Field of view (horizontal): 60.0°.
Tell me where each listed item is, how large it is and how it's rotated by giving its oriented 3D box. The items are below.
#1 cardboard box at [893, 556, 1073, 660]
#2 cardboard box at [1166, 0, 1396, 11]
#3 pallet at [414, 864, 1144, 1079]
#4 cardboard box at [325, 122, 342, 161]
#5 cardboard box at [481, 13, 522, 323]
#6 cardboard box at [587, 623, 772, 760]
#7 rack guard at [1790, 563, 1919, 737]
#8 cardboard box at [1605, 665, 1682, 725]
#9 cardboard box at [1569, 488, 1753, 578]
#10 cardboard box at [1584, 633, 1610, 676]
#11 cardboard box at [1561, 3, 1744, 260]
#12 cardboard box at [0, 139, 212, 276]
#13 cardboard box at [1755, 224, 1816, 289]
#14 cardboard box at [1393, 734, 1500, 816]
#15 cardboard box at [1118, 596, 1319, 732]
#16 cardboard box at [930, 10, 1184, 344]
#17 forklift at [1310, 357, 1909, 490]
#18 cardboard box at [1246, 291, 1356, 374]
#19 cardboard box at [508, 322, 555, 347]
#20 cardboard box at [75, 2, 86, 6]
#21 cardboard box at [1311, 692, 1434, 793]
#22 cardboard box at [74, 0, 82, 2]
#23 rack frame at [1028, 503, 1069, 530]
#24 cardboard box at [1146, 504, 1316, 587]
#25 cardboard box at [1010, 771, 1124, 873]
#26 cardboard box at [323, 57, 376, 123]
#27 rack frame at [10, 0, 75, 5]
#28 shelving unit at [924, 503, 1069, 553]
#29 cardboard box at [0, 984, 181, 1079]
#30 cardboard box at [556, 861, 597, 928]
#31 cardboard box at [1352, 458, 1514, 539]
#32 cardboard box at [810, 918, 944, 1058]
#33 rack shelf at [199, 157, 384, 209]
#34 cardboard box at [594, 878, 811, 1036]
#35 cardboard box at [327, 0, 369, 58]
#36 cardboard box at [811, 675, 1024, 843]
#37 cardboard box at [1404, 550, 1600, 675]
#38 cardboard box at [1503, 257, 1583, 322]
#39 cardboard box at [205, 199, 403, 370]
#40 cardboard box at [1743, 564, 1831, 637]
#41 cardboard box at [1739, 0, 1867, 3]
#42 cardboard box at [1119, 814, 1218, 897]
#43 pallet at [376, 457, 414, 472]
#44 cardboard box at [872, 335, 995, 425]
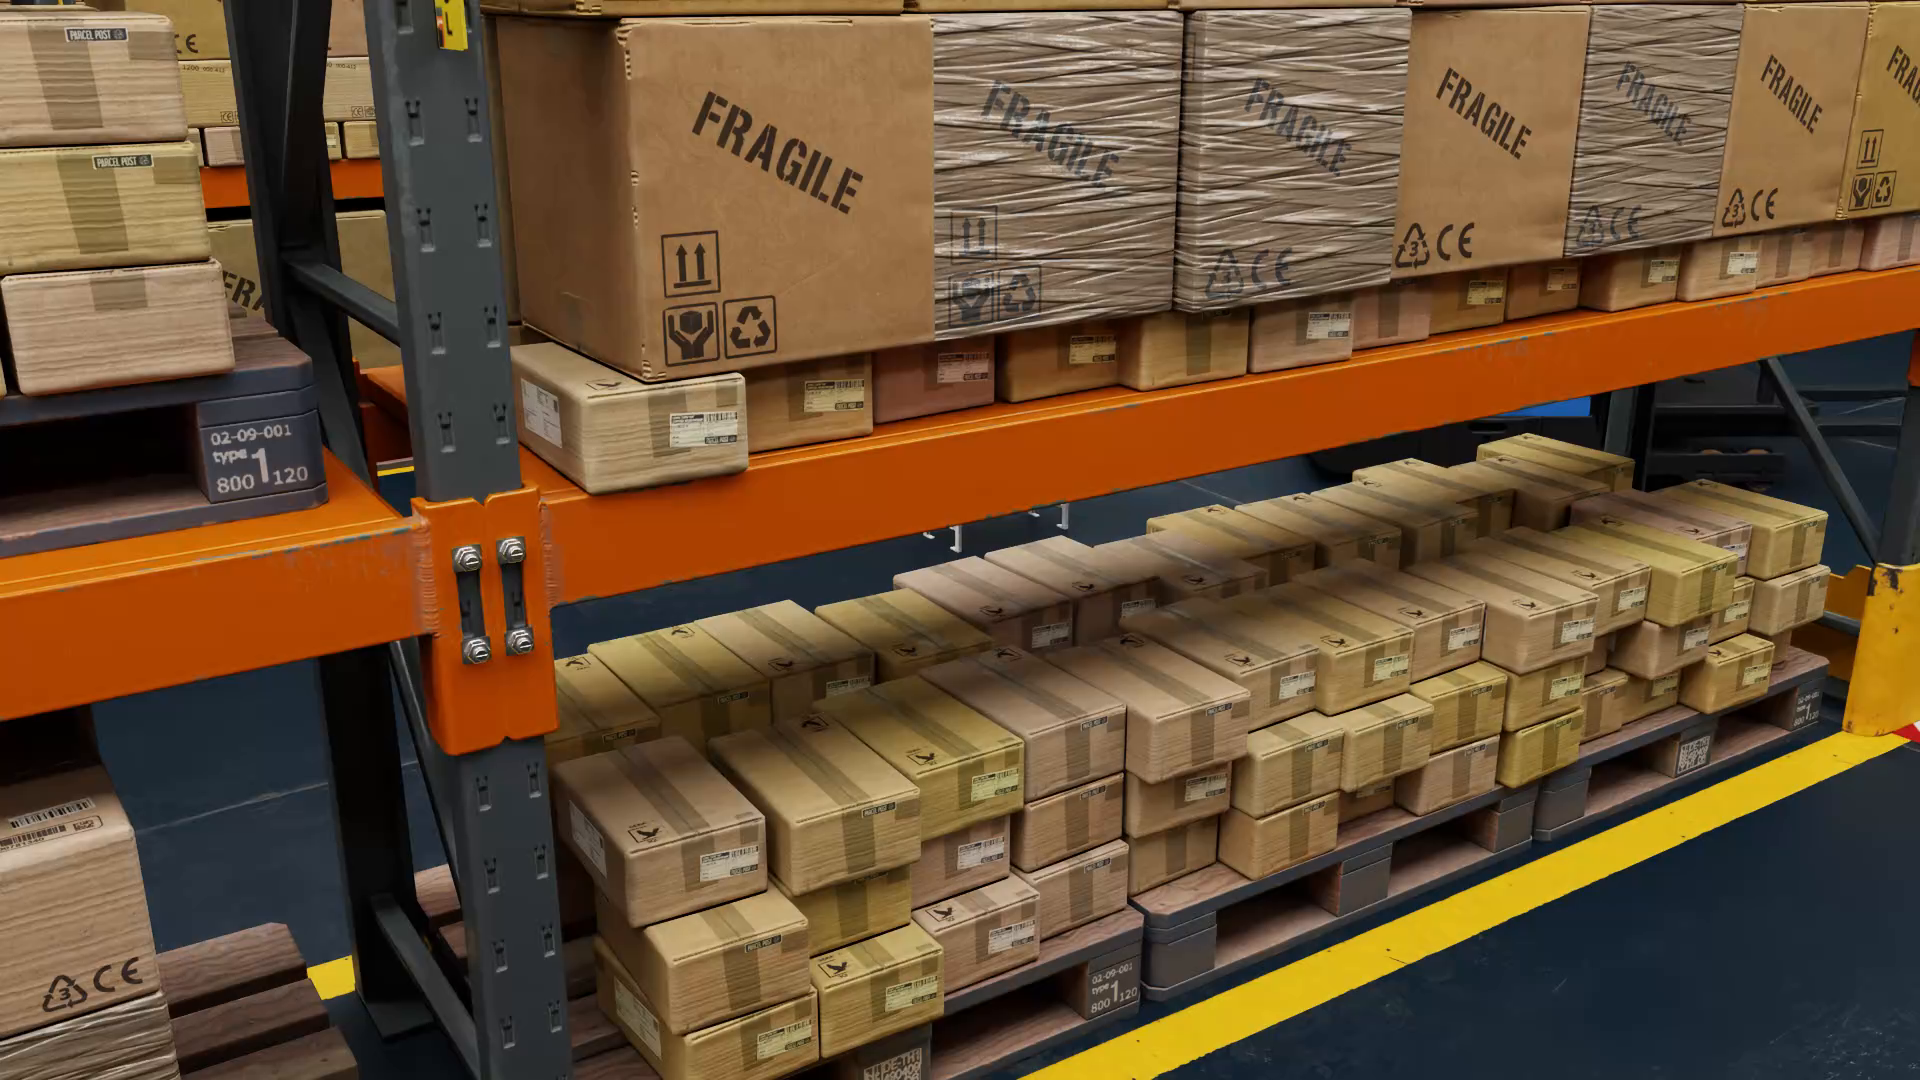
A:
[{"bbox_3d":[0.050,0.179,3.899,0.250,0.149,0.380,-13,23,-34],"label":"cardboard box"},{"bbox_3d":[0.439,-1.212,2.965,0.500,0.500,0.500,-11,22,-31],"label":"cardboard box"},{"bbox_3d":[-0.393,0.833,3.451,1.213,0.211,1.003,-12,22,-31],"label":"pallet"},{"bbox_3d":[-2.709,-1.642,6.809,0.250,0.149,0.380,-11,22,-30],"label":"cardboard box"},{"bbox_3d":[-0.686,-0.709,3.038,0.500,0.500,0.500,-12,22,-31],"label":"cardboard box"},{"bbox_3d":[-0.589,0.322,3.476,0.250,0.149,0.380,-12,22,-31],"label":"cardboard box"},{"bbox_3d":[2.343,0.133,5.071,0.348,0.500,1.175,-12,22,-31],"label":"rack guard"},{"bbox_3d":[1.654,0.331,4.377,0.250,0.149,0.380,-12,22,-32],"label":"cardboard box"},{"bbox_3d":[1.862,-0.005,4.442,0.250,0.149,0.380,-11,22,-30],"label":"cardboard box"},{"bbox_3d":[1.408,0.227,4.220,0.250,0.149,0.380,-12,22,-32],"label":"cardboard box"},{"bbox_3d":[1.321,-0.924,3.673,0.500,0.500,0.500,-12,22,-31],"label":"cardboard box"},{"bbox_3d":[-1.158,-0.458,2.188,0.250,0.149,0.380,-11,22,-30],"label":"cardboard box"},{"bbox_3d":[1.860,-0.731,4.115,0.250,0.149,0.380,-12,22,-32],"label":"cardboard box"},{"bbox_3d":[1.037,0.483,3.929,0.250,0.149,0.380,-11,22,-30],"label":"cardboard box"},{"bbox_3d":[0.559,0.269,3.632,0.250,0.149,0.380,-13,23,-34],"label":"cardboard box"},{"bbox_3d":[0.027,-0.657,2.885,0.500,0.500,0.500,-12,22,-31],"label":"cardboard box"},{"bbox_3d":[3.008,-1.764,6.887,3.031,2.935,1.130,0,19,-1],"label":"forklift"},{"bbox_3d":[0.555,-0.448,3.280,0.250,0.149,0.380,-11,21,-29],"label":"cardboard box"},{"bbox_3d":[-0.825,-0.354,3.000,0.250,0.149,0.380,-12,22,-32],"label":"cardboard box"},{"bbox_3d":[-8.022,-4.510,14.746,0.500,0.500,0.500,-11,22,-30],"label":"cardboard box"},{"bbox_3d":[0.825,0.398,3.715,0.250,0.149,0.380,-12,22,-31],"label":"cardboard box"},{"bbox_3d":[-8.044,-4.975,14.559,0.500,0.500,0.500,-13,22,-33],"label":"cardboard box"},{"bbox_3d":[0.342,-0.641,6.266,0.015,1.200,0.240,-12,22,-31],"label":"rack frame"},{"bbox_3d":[0.693,0.044,4.299,0.250,0.149,0.380,-12,22,-31],"label":"cardboard box"},{"bbox_3d":[0.117,0.504,3.400,0.250,0.149,0.380,-13,23,-34],"label":"cardboard box"},{"bbox_3d":[-2.623,-1.873,6.872,0.500,0.250,0.500,-12,22,-32],"label":"cardboard box"},{"bbox_3d":[-3.578,-1.705,6.603,0.127,3.000,1.000,-12,22,-31],"label":"rack frame"},{"bbox_3d":[0.138,-0.598,6.139,0.503,1.200,0.258,-12,22,-31],"label":"shelving unit"},{"bbox_3d":[-1.414,0.823,2.374,0.500,0.500,0.500,-12,22,-32],"label":"cardboard box"},{"bbox_3d":[-0.794,0.631,3.489,0.250,0.149,0.380,-12,22,-31],"label":"cardboard box"},{"bbox_3d":[1.337,-0.103,4.731,0.250,0.149,0.380,-12,22,-32],"label":"cardboard box"},{"bbox_3d":[-0.231,0.767,3.090,0.250,0.149,0.380,-11,22,-30],"label":"cardboard box"},{"bbox_3d":[-1.908,-1.716,7.760,4.000,0.370,1.077,-12,22,-31],"label":"rack shelf"},{"bbox_3d":[-0.456,0.672,2.904,0.250,0.149,0.380,-11,21,-29],"label":"cardboard box"},{"bbox_3d":[-2.622,-2.230,6.757,0.500,0.500,0.500,-12,22,-31],"label":"cardboard box"},{"bbox_3d":[-0.086,0.414,3.203,0.250,0.149,0.380,-12,22,-32],"label":"cardboard box"},{"bbox_3d":[1.271,0.166,3.938,0.250,0.149,0.380,-11,22,-29],"label":"cardboard box"},{"bbox_3d":[1.165,-0.609,3.756,0.250,0.149,0.380,-13,23,-34],"label":"cardboard box"},{"bbox_3d":[-2.983,-0.992,7.157,0.875,0.875,0.875,-12,22,-31],"label":"cardboard box"},{"bbox_3d":[2.122,0.115,4.551,0.250,0.149,0.380,-13,22,-33],"label":"cardboard box"},{"bbox_3d":[1.738,-1.490,3.787,0.500,0.500,0.500,-13,23,-33],"label":"cardboard box"},{"bbox_3d":[0.338,0.594,3.600,0.250,0.149,0.380,-13,23,-34],"label":"cardboard box"},{"bbox_3d":[-2.900,-0.497,7.384,1.213,0.211,1.003,-12,22,-31],"label":"pallet"},{"bbox_3d":[-0.149,-0.330,2.929,0.250,0.149,0.380,-13,23,-34],"label":"cardboard box"}]
